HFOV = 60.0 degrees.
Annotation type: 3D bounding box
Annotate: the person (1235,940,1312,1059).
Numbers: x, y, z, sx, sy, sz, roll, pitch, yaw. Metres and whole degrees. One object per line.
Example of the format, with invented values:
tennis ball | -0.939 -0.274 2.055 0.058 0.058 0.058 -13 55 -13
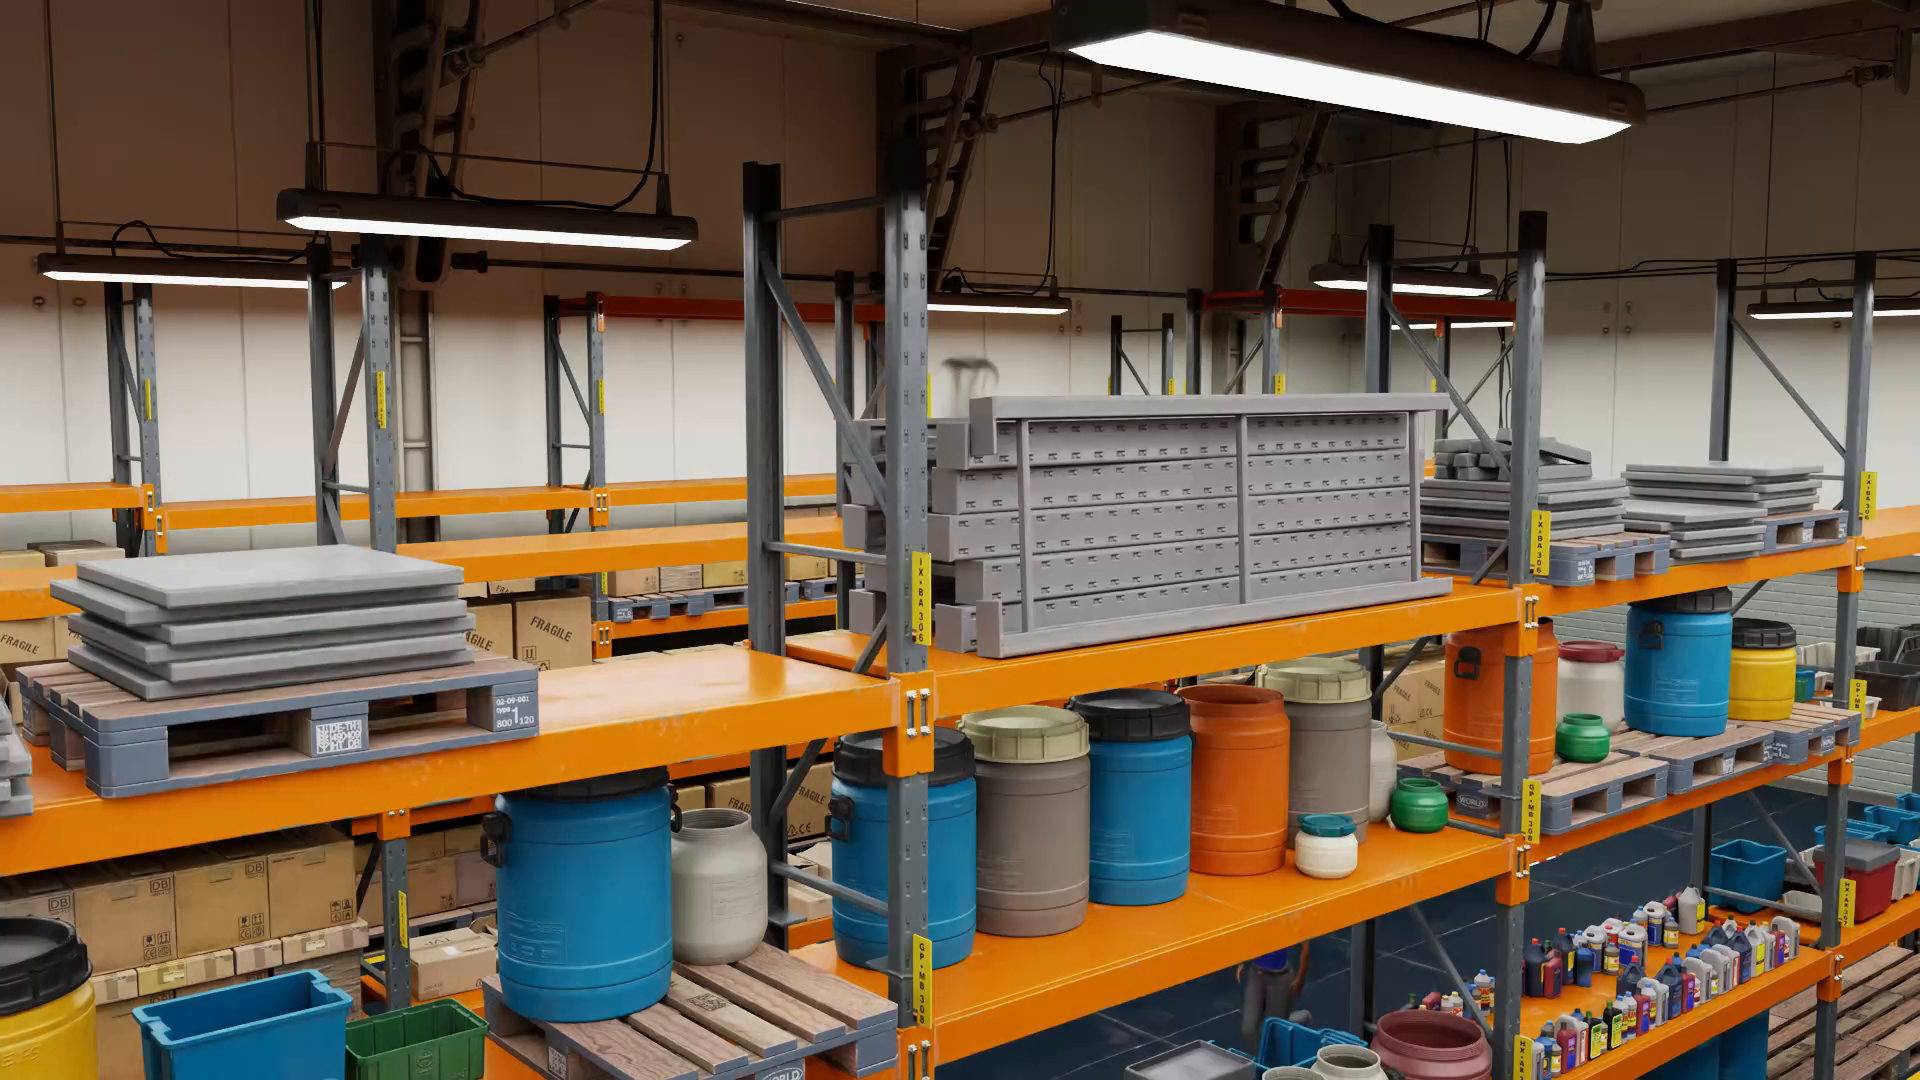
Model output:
person | 2.305 3.231 12.159 0.713 1.617 0.594 -5 8 -45
